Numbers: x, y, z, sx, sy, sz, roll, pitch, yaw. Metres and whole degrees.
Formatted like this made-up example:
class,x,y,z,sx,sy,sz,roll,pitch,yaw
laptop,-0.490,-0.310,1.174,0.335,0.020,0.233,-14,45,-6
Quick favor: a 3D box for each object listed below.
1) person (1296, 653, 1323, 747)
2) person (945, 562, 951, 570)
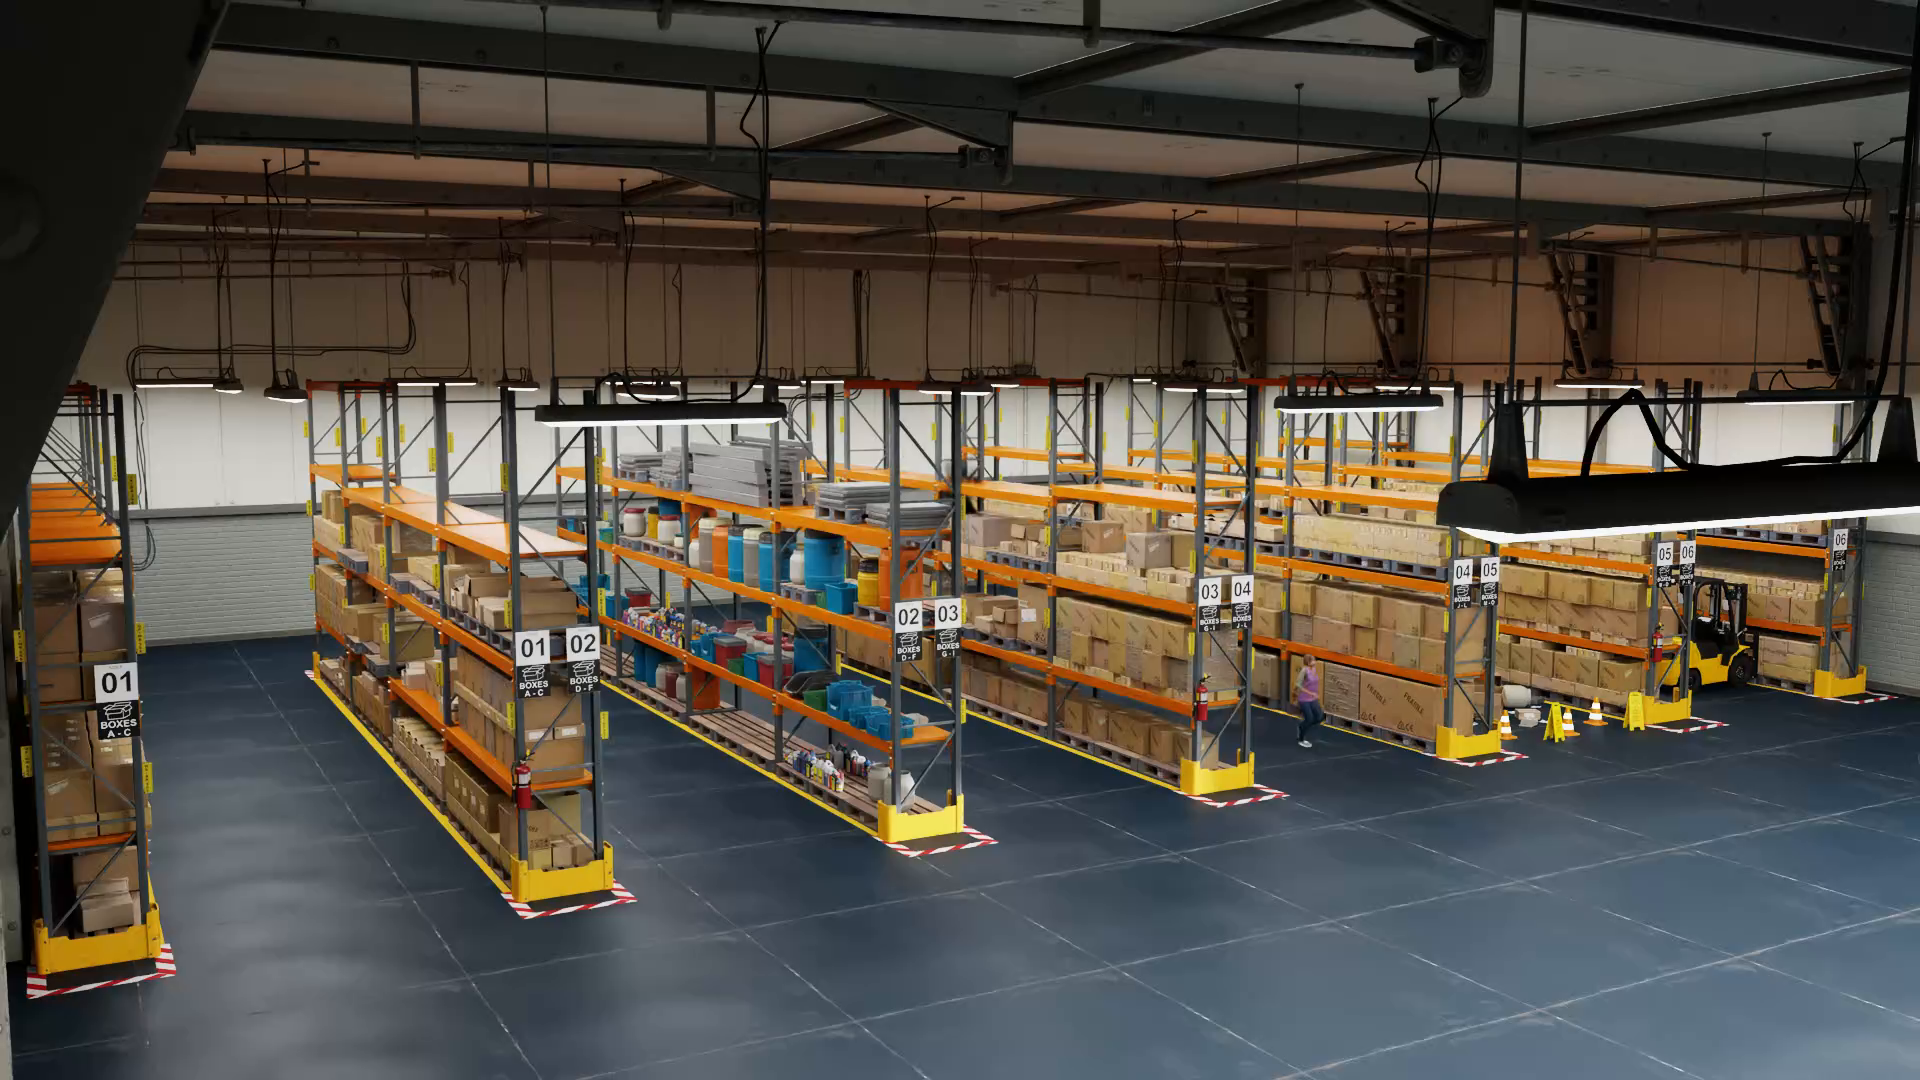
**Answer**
class,x,y,z,sx,sy,sz,roll,pitch,yaw
person,5.747,2.642,27.404,0.553,1.563,0.533,-5,8,-41
person,-0.281,1.019,42.009,0.568,1.686,0.730,0,6,-4
